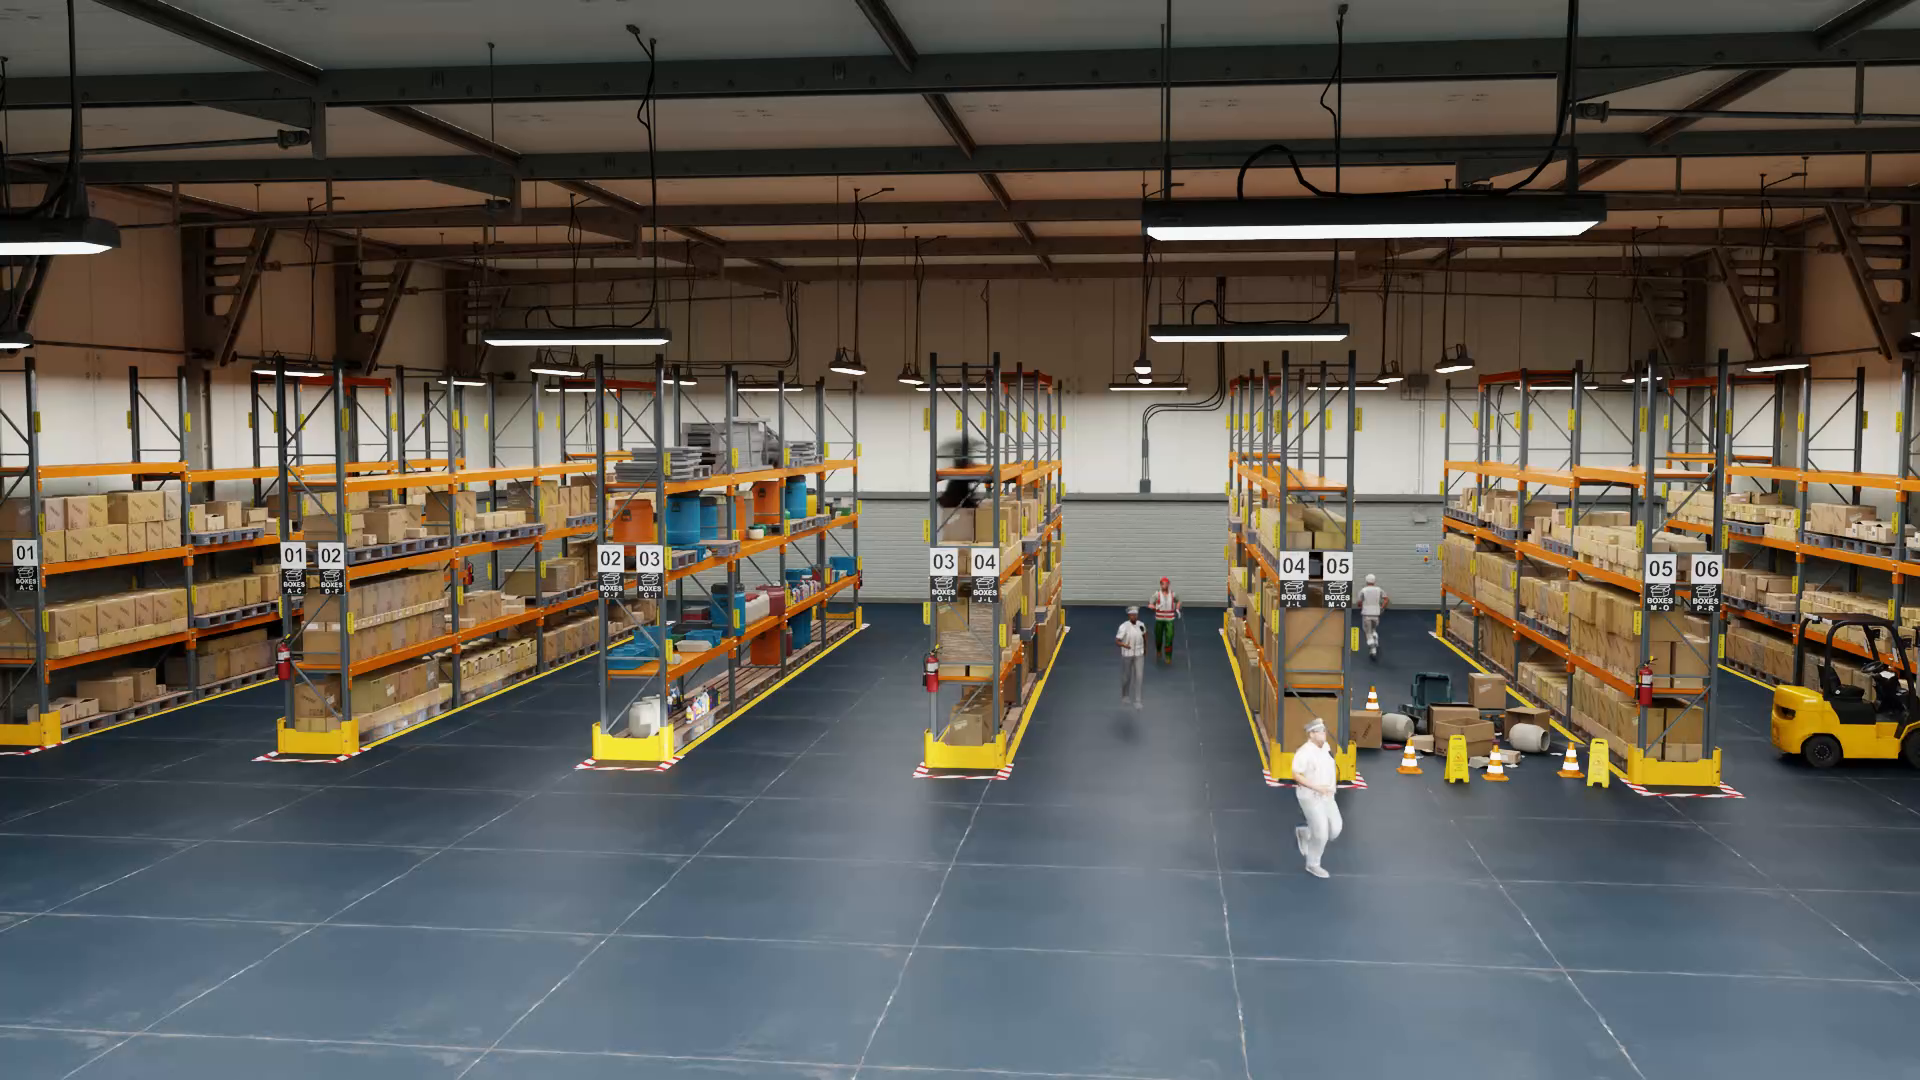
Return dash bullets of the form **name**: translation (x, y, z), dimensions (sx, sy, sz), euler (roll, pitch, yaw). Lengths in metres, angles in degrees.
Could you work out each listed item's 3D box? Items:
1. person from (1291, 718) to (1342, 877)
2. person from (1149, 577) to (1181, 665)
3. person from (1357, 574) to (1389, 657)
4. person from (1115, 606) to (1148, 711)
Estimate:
- **person**: translation (3.961, 2.838, 18.462), dimensions (0.697, 1.748, 0.584), euler (-4, 6, -44)
- **person**: translation (4.238, 1.654, 34.425), dimensions (0.668, 1.765, 0.998), euler (0, 4, 4)
- **person**: translation (8.764, 1.604, 35.501), dimensions (0.634, 1.768, 0.670), euler (0, 4, -6)
- **person**: translation (2.876, 1.944, 27.712), dimensions (0.587, 1.715, 0.886), euler (0, 4, -6)
